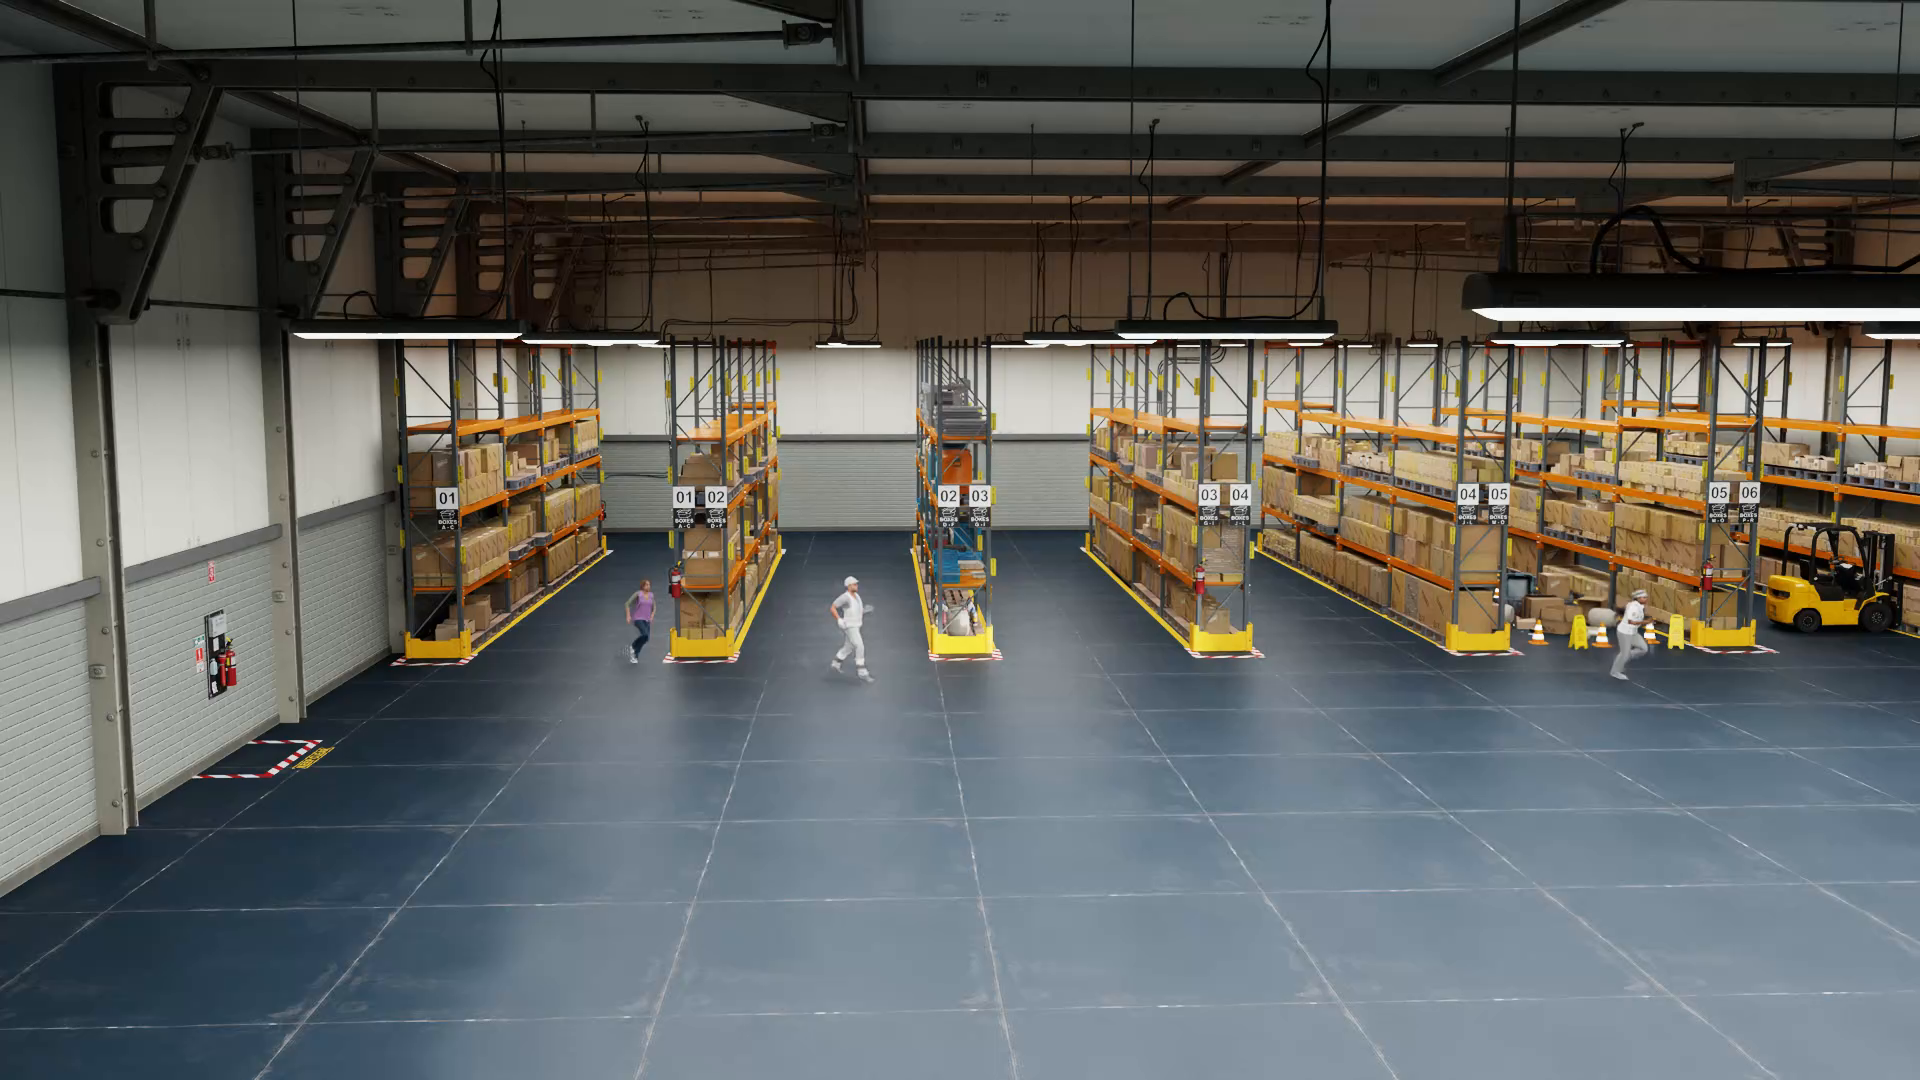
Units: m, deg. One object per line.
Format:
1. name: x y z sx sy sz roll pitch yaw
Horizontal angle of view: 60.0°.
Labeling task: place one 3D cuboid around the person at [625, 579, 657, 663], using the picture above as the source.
1. person: -5.802 1.502 30.563 0.556 1.510 0.520 -5 8 -40

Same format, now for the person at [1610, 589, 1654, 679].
1. person: 11.721 1.633 28.973 0.728 1.622 0.552 6 9 43

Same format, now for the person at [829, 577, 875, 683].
1. person: -1.878 1.538 28.859 0.917 1.814 0.660 2 7 19
